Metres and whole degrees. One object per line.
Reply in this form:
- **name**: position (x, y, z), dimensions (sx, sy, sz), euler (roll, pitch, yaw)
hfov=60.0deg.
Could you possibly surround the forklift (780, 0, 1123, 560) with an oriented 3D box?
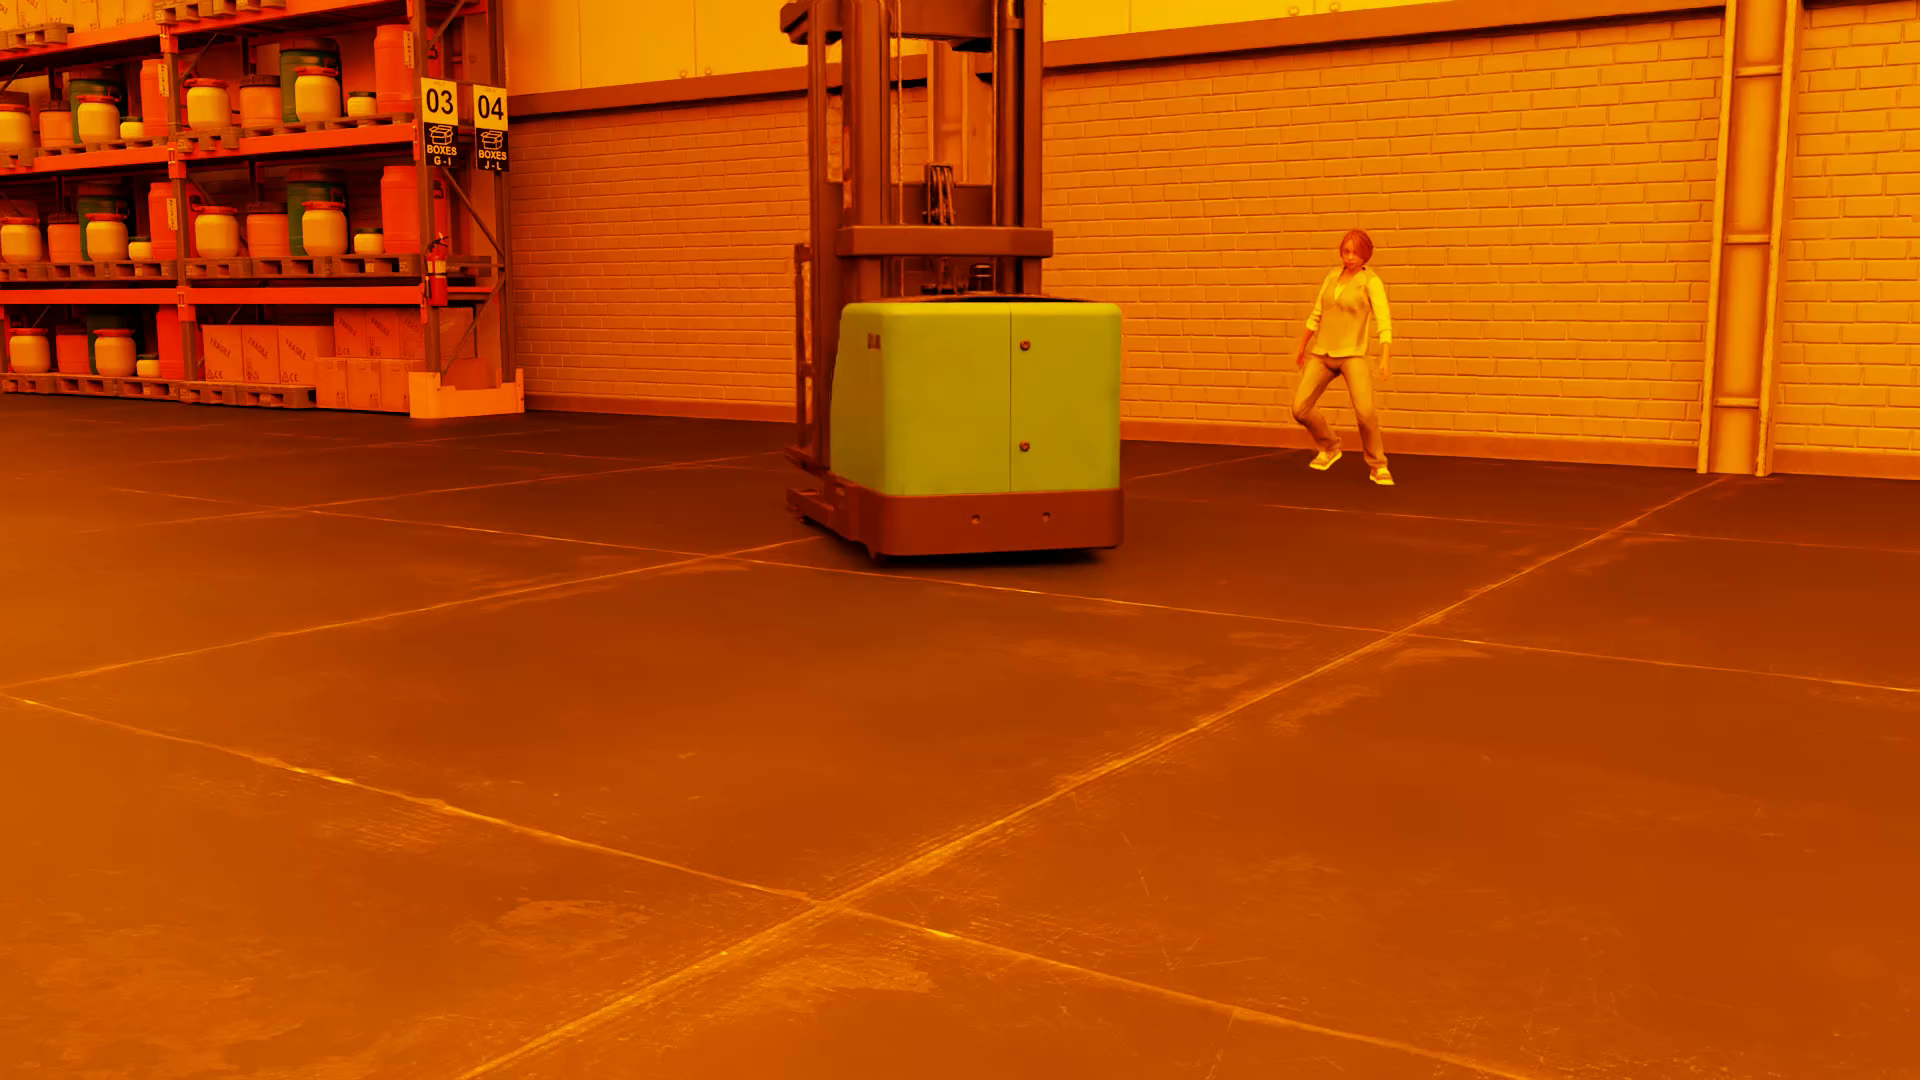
- **forklift**: position (-0.237, -1.537, 8.005), dimensions (1.130, 2.935, 3.031), euler (-2, 8, -17)

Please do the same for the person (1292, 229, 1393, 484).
- **person**: position (2.313, -1.109, 10.064), dimensions (0.452, 1.517, 0.754), euler (-7, 11, -40)
